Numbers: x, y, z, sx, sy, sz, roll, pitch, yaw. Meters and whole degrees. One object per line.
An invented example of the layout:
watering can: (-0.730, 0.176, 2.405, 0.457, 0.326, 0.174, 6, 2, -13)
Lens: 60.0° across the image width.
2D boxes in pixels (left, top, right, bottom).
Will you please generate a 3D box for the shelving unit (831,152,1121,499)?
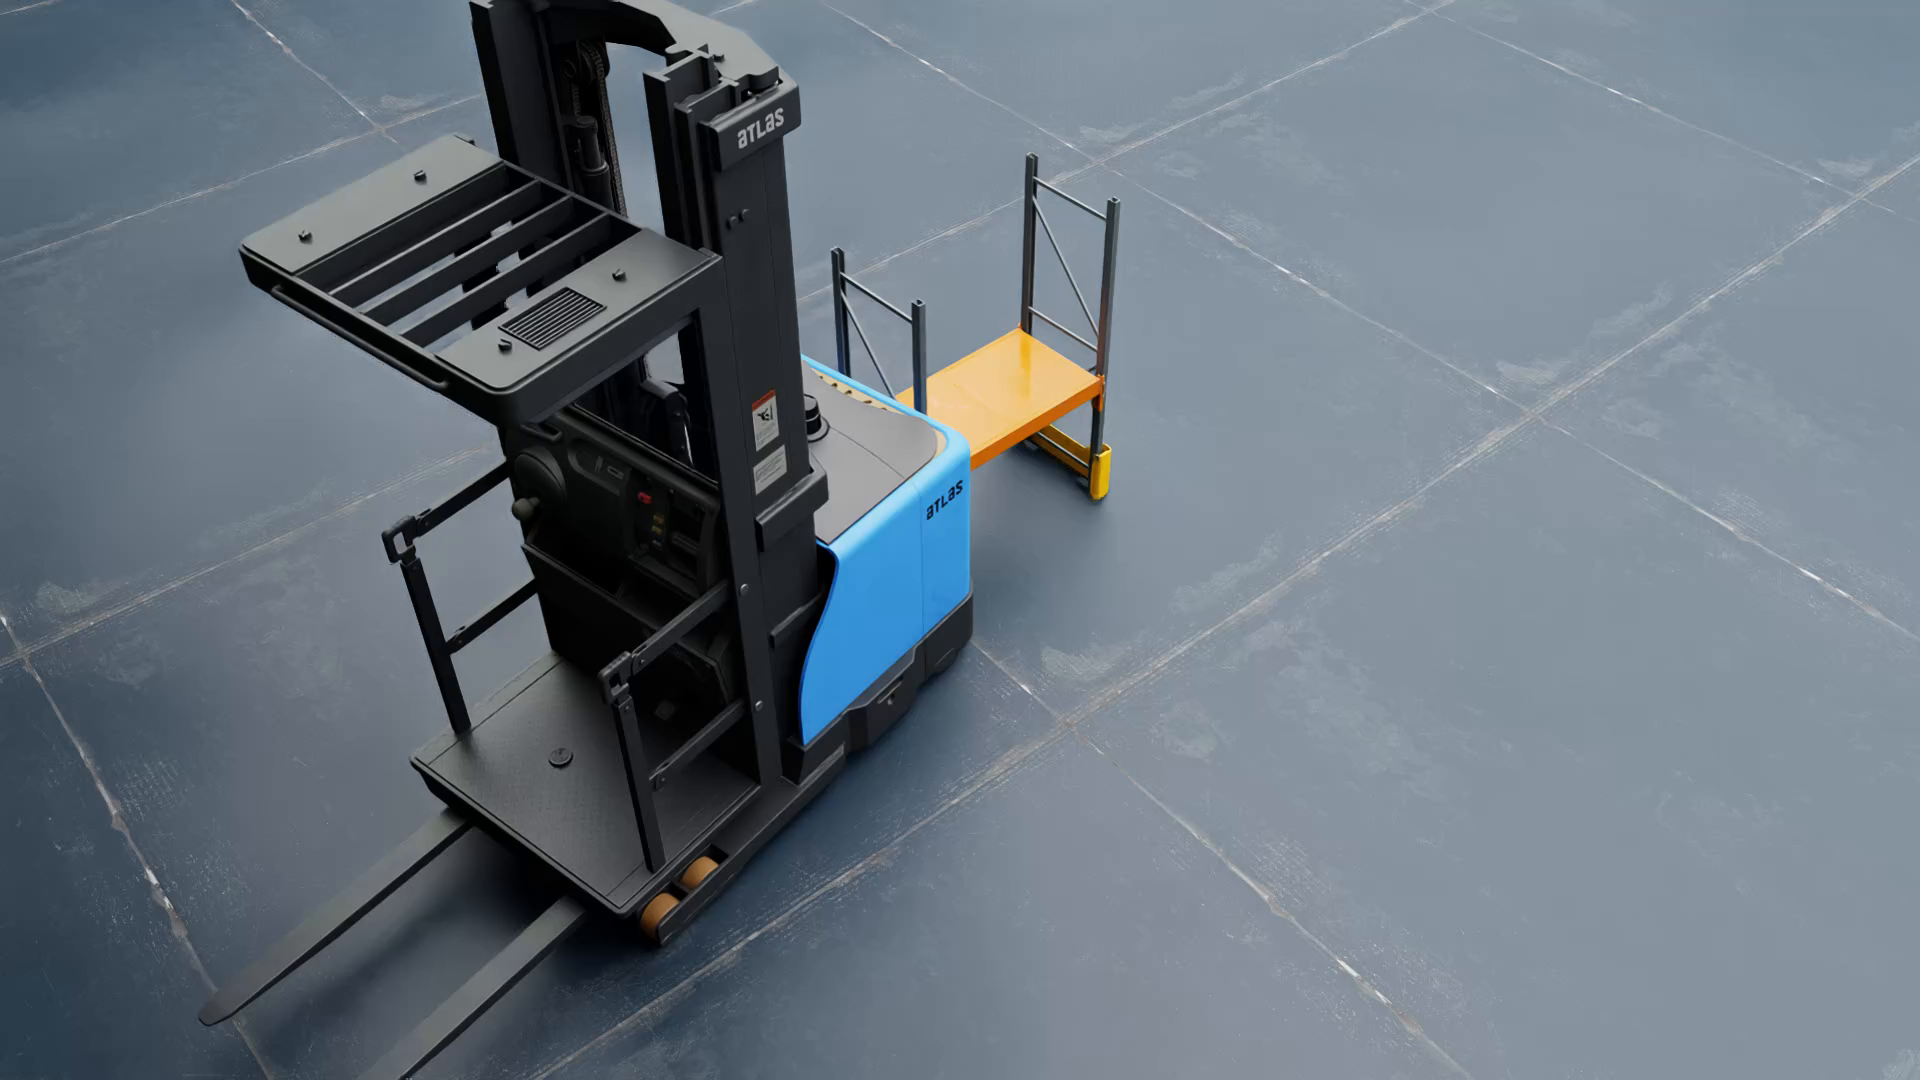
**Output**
shelving unit: (0.078, -0.661, 6.859, 1.083, 1.500, 0.587, -32, 52, -30)

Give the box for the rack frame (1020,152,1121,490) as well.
rack frame: (0.446, -0.892, 7.105, 0.032, 1.500, 0.500, -32, 52, -30)

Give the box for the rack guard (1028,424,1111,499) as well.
rack guard: (0.445, -0.436, 7.532, 0.087, 0.250, 0.587, -32, 52, -30)

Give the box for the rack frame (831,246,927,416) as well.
rack frame: (-0.303, -0.422, 6.604, 0.032, 1.500, 0.500, -32, 52, -30)

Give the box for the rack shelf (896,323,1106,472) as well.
rack shelf: (0.071, -0.526, 6.977, 1.000, 0.185, 0.538, -32, 52, -30)

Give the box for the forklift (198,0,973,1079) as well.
forklift: (-1.245, -0.065, 5.179, 1.130, 2.935, 3.031, 28, 50, 26)
